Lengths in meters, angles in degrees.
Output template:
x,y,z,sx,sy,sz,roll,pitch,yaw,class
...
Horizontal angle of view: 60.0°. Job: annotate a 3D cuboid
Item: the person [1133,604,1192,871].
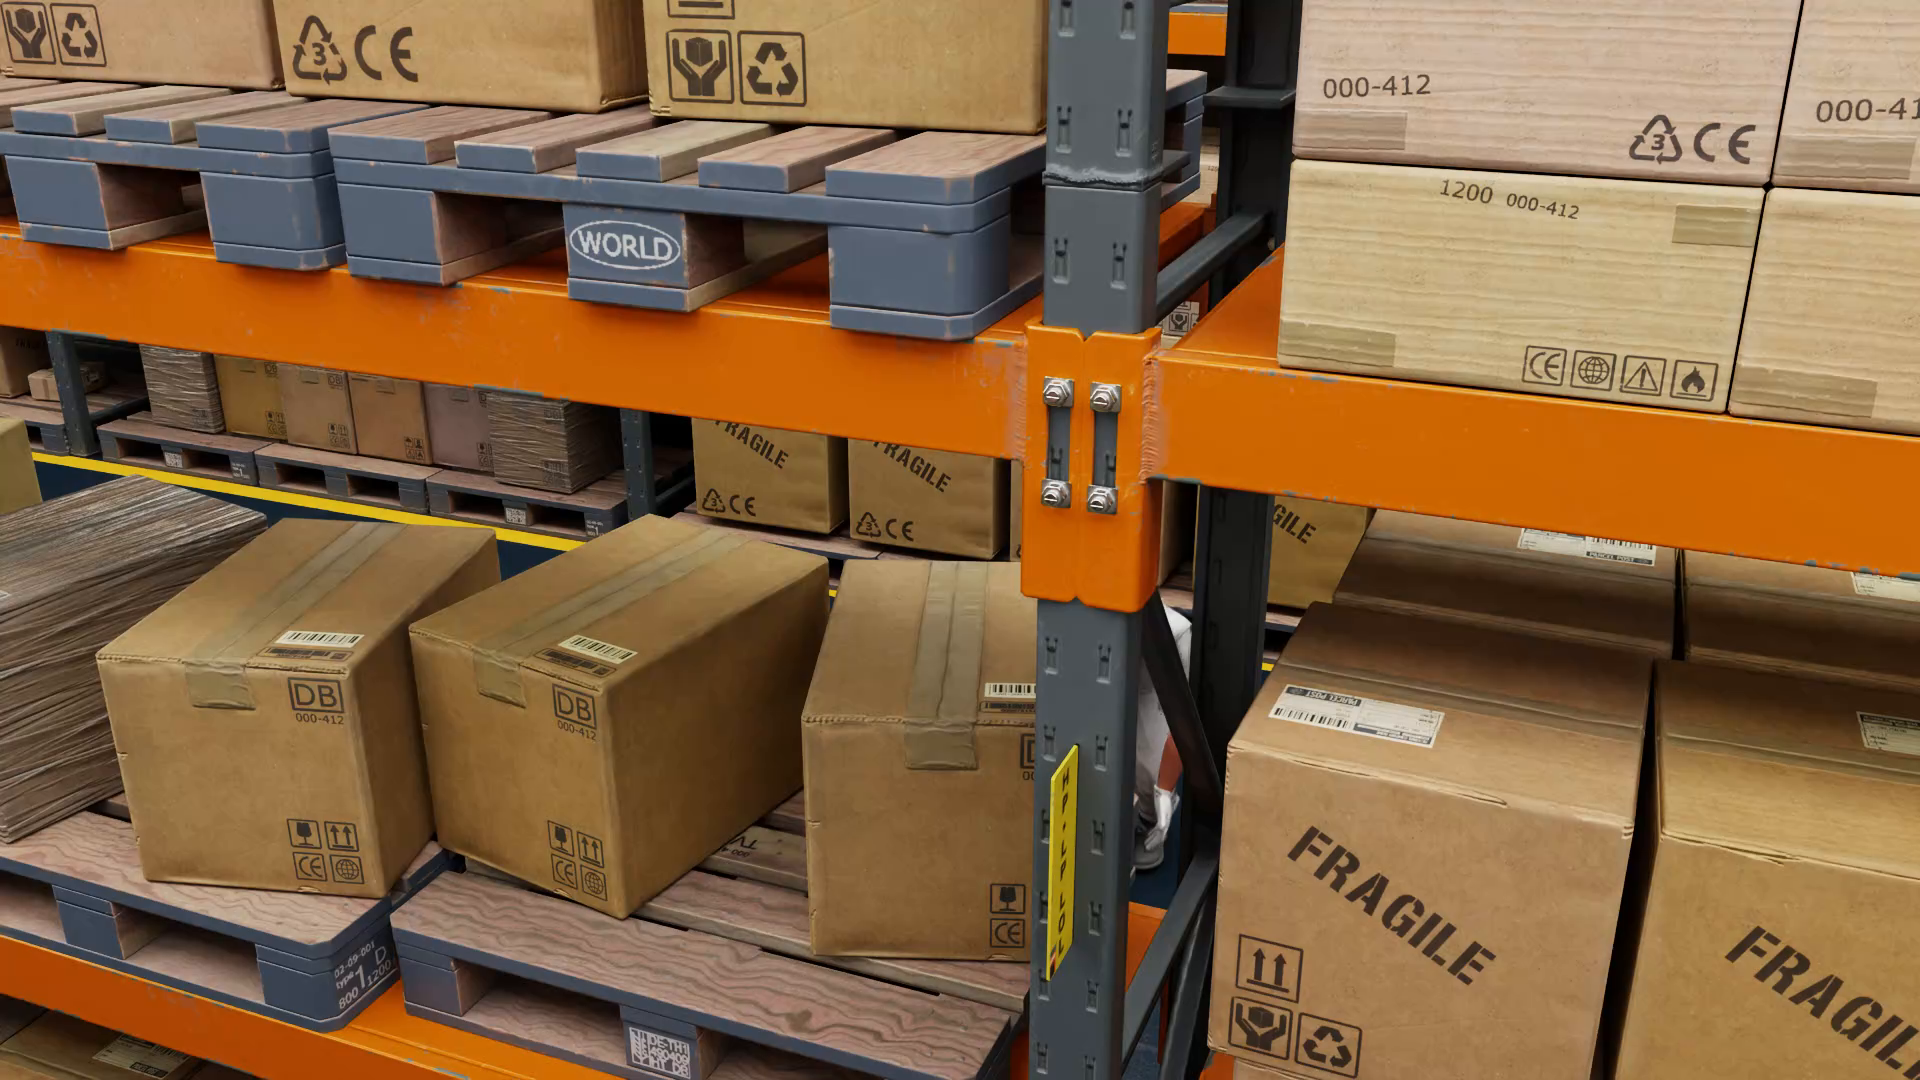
x,y,z,sx,sy,sz,roll,pitch,yaw,class
0.580,0.630,5.831,0.584,1.172,0.852,9,24,20,person
